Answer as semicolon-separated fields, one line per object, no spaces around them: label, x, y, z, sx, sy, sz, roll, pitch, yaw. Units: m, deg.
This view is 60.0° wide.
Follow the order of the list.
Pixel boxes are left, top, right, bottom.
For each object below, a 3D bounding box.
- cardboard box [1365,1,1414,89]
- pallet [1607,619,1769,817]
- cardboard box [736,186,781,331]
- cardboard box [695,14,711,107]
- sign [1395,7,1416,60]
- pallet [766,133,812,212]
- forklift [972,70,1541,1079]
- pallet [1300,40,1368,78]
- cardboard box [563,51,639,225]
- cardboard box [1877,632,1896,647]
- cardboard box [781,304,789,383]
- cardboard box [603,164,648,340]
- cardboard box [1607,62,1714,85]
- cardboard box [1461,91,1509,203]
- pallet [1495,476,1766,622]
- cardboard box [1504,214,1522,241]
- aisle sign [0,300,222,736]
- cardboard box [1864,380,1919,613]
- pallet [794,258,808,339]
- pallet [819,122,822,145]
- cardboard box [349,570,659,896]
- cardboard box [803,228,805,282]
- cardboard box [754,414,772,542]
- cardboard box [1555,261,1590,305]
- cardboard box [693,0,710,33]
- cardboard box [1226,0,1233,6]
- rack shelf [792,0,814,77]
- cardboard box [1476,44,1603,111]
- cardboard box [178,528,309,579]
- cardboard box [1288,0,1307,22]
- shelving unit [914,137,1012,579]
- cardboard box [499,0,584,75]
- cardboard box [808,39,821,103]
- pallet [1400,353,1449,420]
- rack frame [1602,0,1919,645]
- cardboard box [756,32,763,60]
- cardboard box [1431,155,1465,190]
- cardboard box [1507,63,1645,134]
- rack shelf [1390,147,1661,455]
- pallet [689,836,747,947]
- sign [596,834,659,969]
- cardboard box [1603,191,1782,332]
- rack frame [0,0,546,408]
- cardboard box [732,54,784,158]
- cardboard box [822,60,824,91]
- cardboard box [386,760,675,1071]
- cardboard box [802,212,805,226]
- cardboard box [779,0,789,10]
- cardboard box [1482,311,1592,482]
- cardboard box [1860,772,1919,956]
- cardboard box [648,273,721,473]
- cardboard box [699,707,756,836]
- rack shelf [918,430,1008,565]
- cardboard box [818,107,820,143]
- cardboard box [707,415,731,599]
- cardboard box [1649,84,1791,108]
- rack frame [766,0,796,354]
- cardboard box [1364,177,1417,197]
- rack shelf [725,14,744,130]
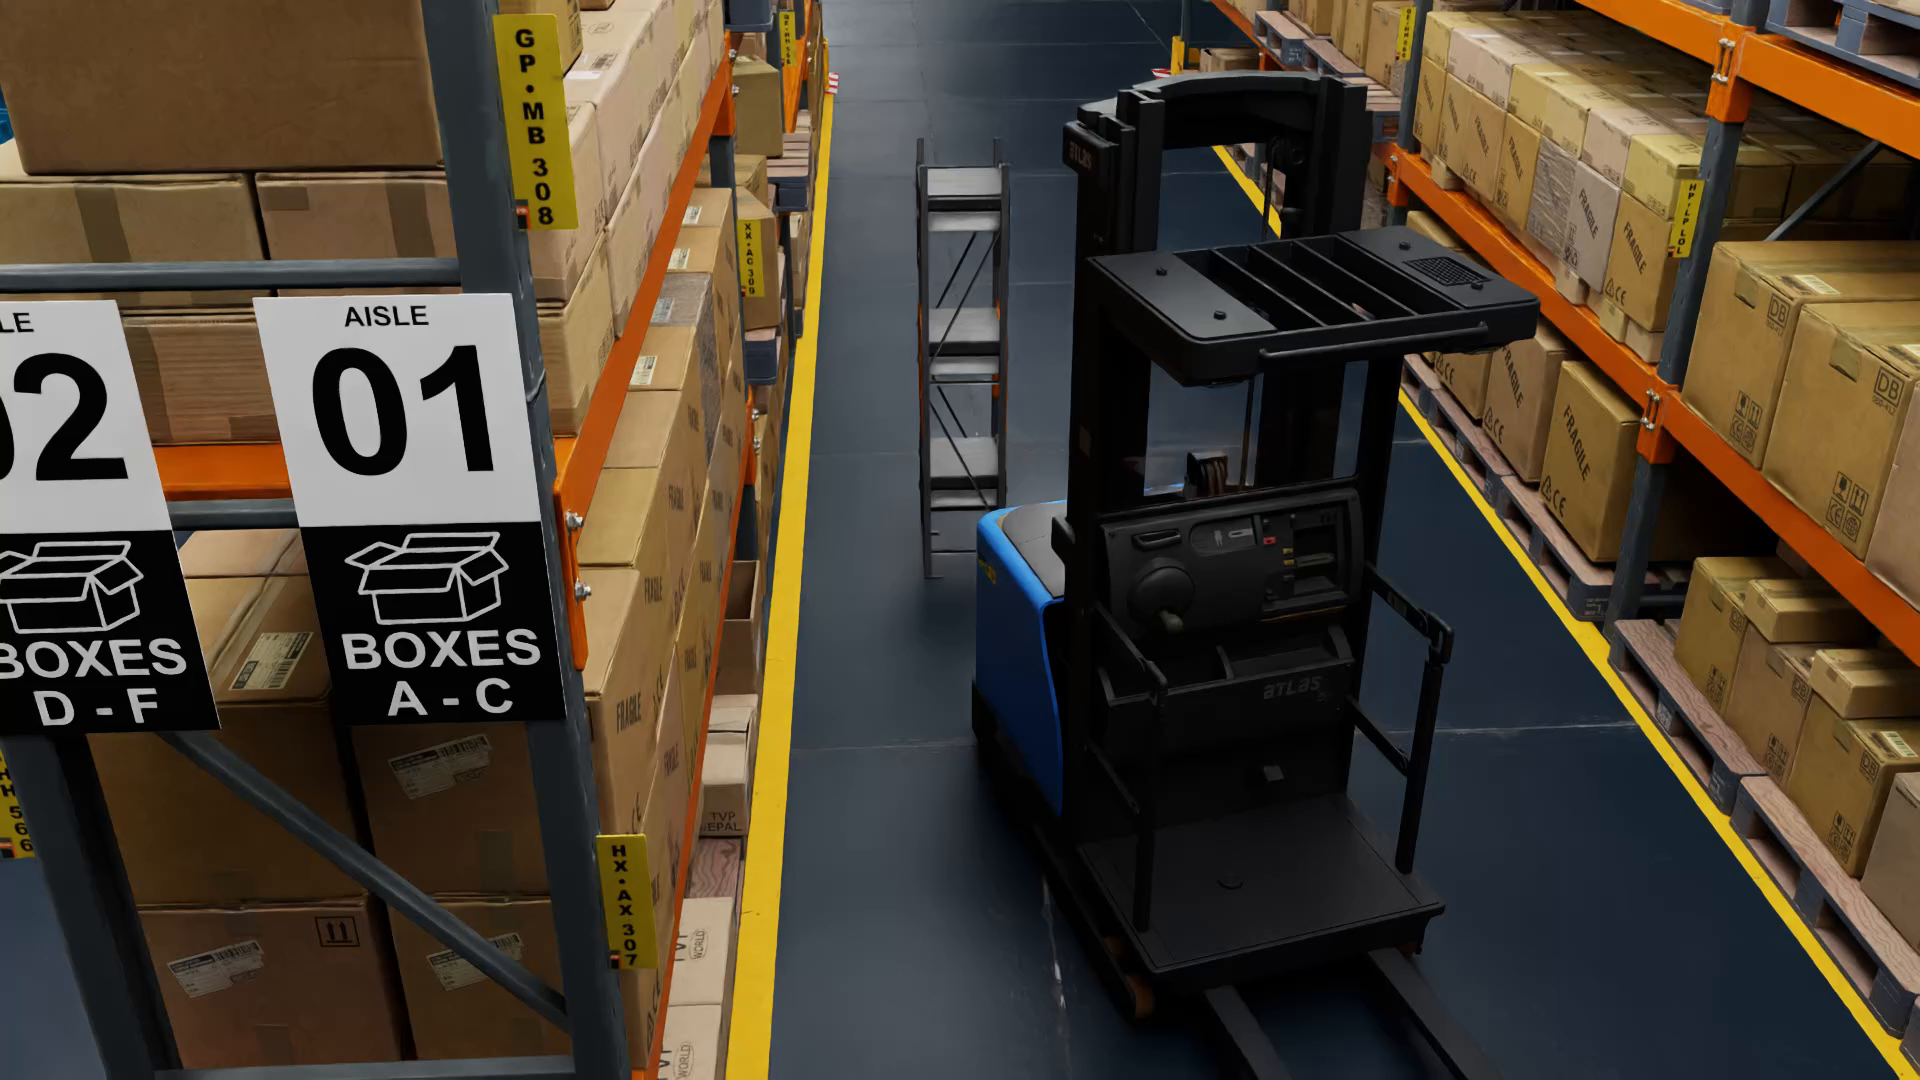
cardboard box;3.250;-3.429;11.497;0.700;0.500;0.500;-4;28;-7
pallet;3.512;0.722;7.138;1.003;0.211;1.213;-1;28;-3
cardboard box;-1.198;-1.201;7.247;0.700;0.500;0.500;-11;29;-20
cardboard box;-1.090;-1.561;5.417;0.500;0.250;0.500;-1;28;-3
sign;2.800;-3.176;10.429;0.100;0.325;0.005;-1;28;-3
pallet;-1.500;-2.197;9.927;1.213;0.211;1.003;-1;28;-3
forklift;0.986;0.118;5.355;1.130;2.935;3.031;-8;29;-16
pallet;3.197;-3.543;12.507;1.003;0.211;1.213;-1;28;-3
cardboard box;-0.974;-0.859;3.531;0.500;0.250;0.500;-1;28;-3
cardboard box;3.721;0.408;6.272;0.380;0.149;0.250;-2;28;-4
cardboard box;-1.322;-1.254;10.139;0.500;0.500;0.500;0;28;-1
cardboard box;-0.974;-0.637;3.647;0.500;0.250;0.500;-1;28;-3
cardboard box;3.698;-2.318;8.689;0.500;0.250;0.500;-2;28;-4
cardboard box;3.154;-2.198;9.270;0.500;0.500;0.500;-2;28;-3
pallet;3.434;0.014;8.495;1.003;0.211;1.213;-1;28;-3
cardboard box;3.218;-1.747;9.106;0.380;0.149;0.250;-1;28;-2
aisle sign;-1.490;-0.013;2.720;0.394;0.787;0.004;-1;28;-3
cardboard box;3.642;-0.077;5.330;0.980;0.700;0.700;-3;28;-5
pallet;-1.610;-1.739;11.855;1.003;0.211;1.213;-1;28;-3
pallet;-1.881;-4.138;16.455;1.003;0.211;1.213;-1;28;-3
cardboard box;-0.948;0.402;3.547;0.500;0.500;0.500;-1;28;-1
cardboard box;-1.367;-2.042;11.941;0.500;0.250;0.500;-2;28;-4
cardboard box;-1.218;-0.309;8.325;0.500;0.500;0.500;-1;28;-2
cardboard box;3.172;-1.272;8.195;0.380;0.149;0.250;-1;28;-3
cardboard box;-1.077;-1.783;5.302;0.500;0.250;0.500;-1;28;-3
cardboard box;2.745;-5.178;15.575;0.500;0.250;0.500;-2;28;-3
rack shelf;-1.919;-5.046;15.959;1.077;0.370;4.000;-1;28;-3
cardboard box;3.166;-2.538;9.110;0.500;0.250;0.500;-1;28;-2
cardboard box;-1.513;0.181;3.970;0.500;0.500;0.500;-1;28;-1
cardboard box;3.125;-4.566;13.677;0.700;0.500;0.500;-1;28;-2
shelving unit;0.009;-0.855;8.118;0.431;2.100;0.503;-1;28;-3
cardboard box;-1.173;-1.187;3.349;0.700;0.500;0.500;-1;28;-3
cardboard box;-1.578;-4.424;15.697;0.500;0.500;0.500;-1;28;-3
pallet;3.307;-1.113;10.655;1.003;0.211;1.213;-1;28;-3
rack frame;3.550;-0.868;7.170;1.000;3.000;0.127;-1;28;-3
cardboard box;-1.737;-3.656;12.407;0.500;0.500;0.500;-1;28;-3
cardboard box;3.061;-2.214;10.001;0.380;0.149;0.250;-1;28;-1
cardboard box;3.199;-2.302;8.658;0.500;0.250;0.500;-2;28;-4
rack shelf;3.446;-1.473;9.108;1.077;0.370;4.000;-1;28;-3
pallet;-1.295;1.372;5.892;1.003;0.211;1.213;-1;28;-3
sign;-0.646;0.704;3.221;0.100;0.325;0.005;-1;28;-3
cardboard box;3.274;-1.260;7.471;0.500;0.500;0.500;-2;28;-3
rack frame;-1.188;-1.559;2.009;1.000;3.000;0.127;-1;28;-3
cardboard box;-1.460;-2.536;9.807;0.700;0.500;0.500;-11;29;-20
cardboard box;-1.662;-4.784;17.198;0.500;0.250;0.500;-1;28;-3
cardboard box;-0.948;0.845;3.778;0.500;0.500;0.500;-1;28;-2
cardboard box;-1.400;-2.536;12.282;0.500;0.311;0.500;-2;28;-4
cardboard box;-1.844;-4.690;14.391;0.700;0.500;0.500;-2;28;-4
cardboard box;3.337;-0.808;8.927;0.750;0.750;0.750;-1;28;-1
cardboard box;3.569;1.117;5.613;0.700;0.500;0.500;-2;28;-4
cardboard box;-1.056;-0.538;5.348;0.500;0.500;0.500;-1;28;-2
cardboard box;-1.045;0.853;6.302;0.500;0.311;0.500;-1;28;-3
rack shelf;0.009;-0.222;8.448;0.431;0.518;0.480;-1;28;-3
cardboard box;-1.557;-3.861;15.428;0.500;0.250;0.500;-1;28;-3
cardboard box;-1.057;-0.091;5.573;0.500;0.500;0.500;-1;28;-1
cardboard box;3.721;-2.077;8.226;0.500;0.250;0.500;-2;28;-4
rack frame;-1.606;-2.594;10.479;1.000;3.000;0.127;-1;28;-3
cardboard box;3.341;-2.374;12.285;0.700;0.500;0.500;-1;28;-3
rack shelf;-1.501;-2.681;8.181;1.077;0.370;4.000;-1;28;-3
